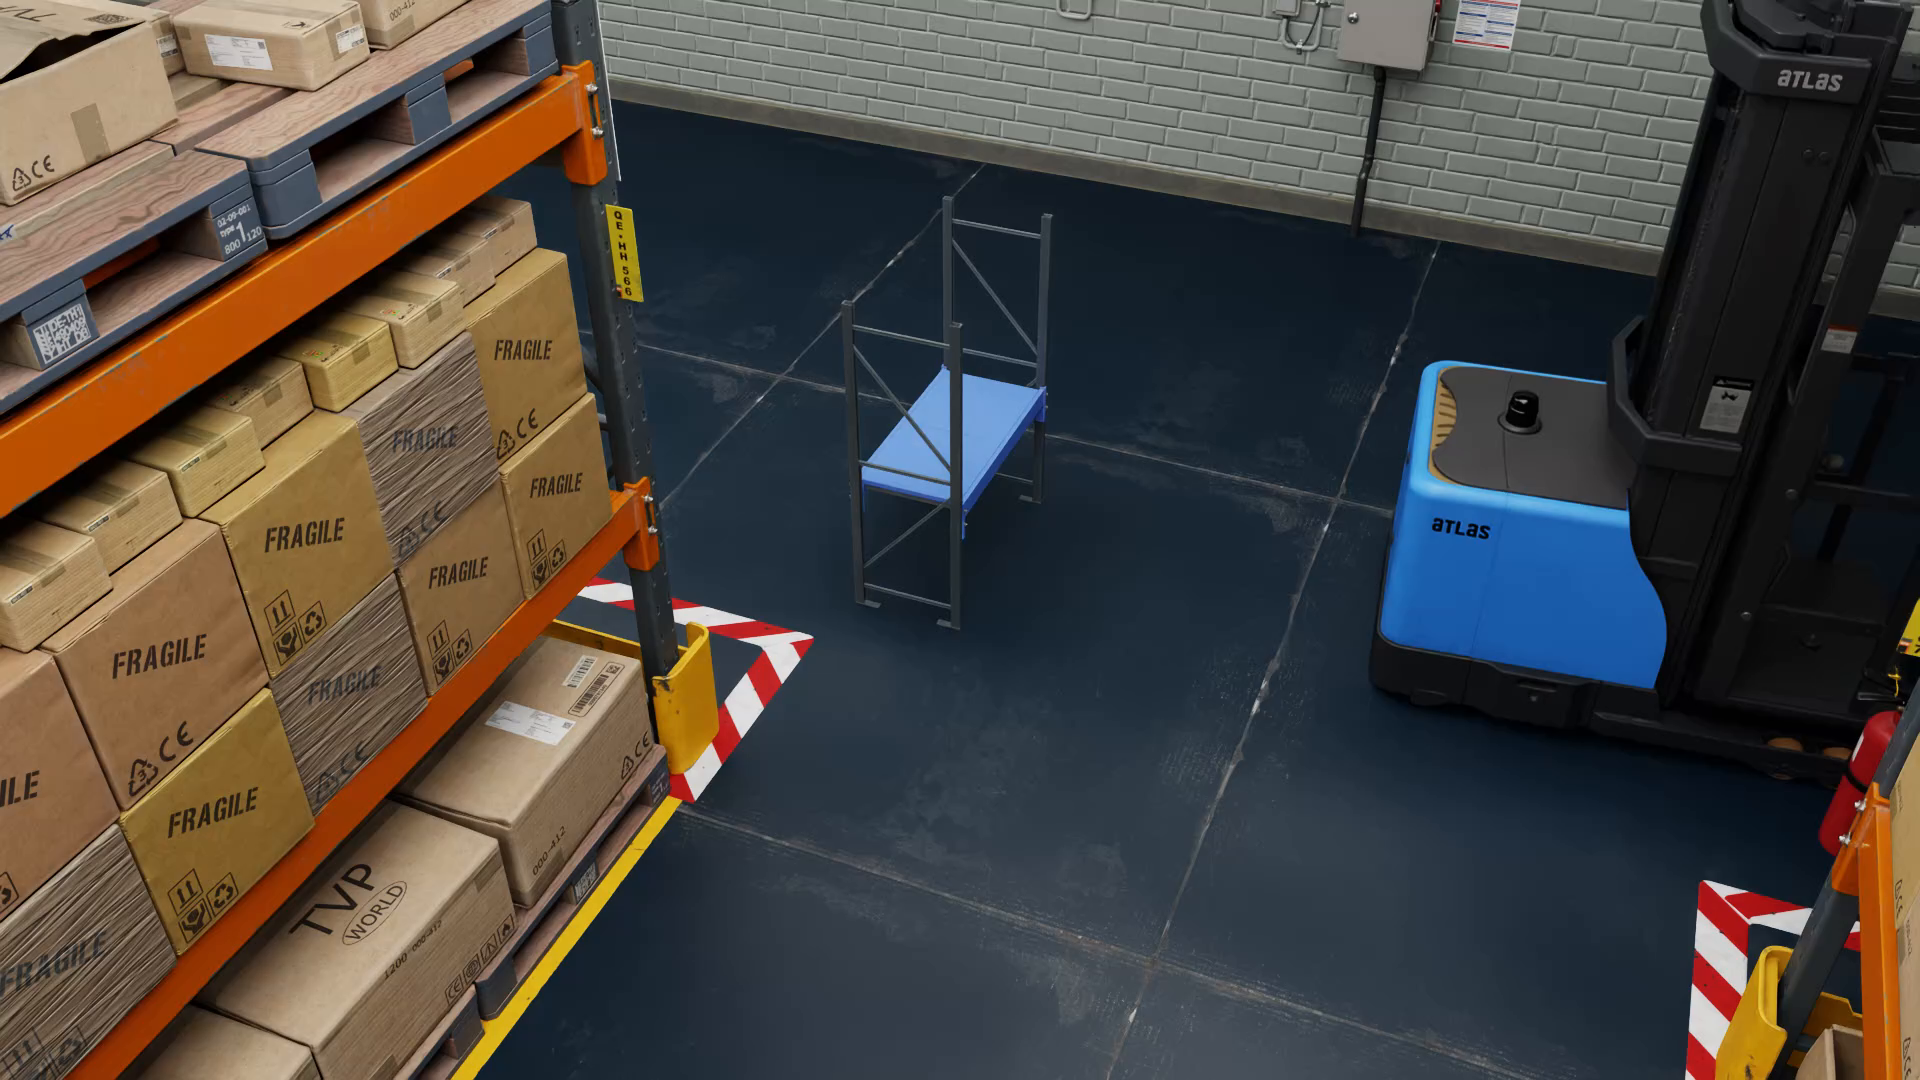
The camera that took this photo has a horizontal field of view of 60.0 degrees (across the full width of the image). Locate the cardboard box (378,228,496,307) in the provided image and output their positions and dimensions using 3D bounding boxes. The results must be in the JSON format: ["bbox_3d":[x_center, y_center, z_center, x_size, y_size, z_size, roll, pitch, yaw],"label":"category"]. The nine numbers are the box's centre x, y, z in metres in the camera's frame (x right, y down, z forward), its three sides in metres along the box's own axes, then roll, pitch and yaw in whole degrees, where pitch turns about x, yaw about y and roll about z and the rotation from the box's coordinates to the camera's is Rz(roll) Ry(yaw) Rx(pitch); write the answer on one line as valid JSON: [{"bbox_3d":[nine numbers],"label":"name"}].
[{"bbox_3d":[-1.593,-0.794,4.846,0.380,0.149,0.250,15,39,19],"label":"cardboard box"}]

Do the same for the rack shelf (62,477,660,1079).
[{"bbox_3d":[-2.328,0.912,4.626,1.077,0.370,4.000,14,39,18],"label":"rack shelf"}]

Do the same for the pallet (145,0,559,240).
[{"bbox_3d":[-1.840,-1.237,4.468,1.003,0.211,1.213,14,39,18],"label":"pallet"}]

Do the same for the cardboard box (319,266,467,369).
[{"bbox_3d":[-1.614,-0.632,4.629,0.380,0.149,0.250,13,39,17],"label":"cardboard box"}]

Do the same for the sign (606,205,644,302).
[{"bbox_3d":[-1.071,-0.911,5.298,0.100,0.325,0.005,14,39,18],"label":"sign"}]

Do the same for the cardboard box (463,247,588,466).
[{"bbox_3d":[-1.531,-0.603,5.133,0.500,0.500,0.500,15,39,19],"label":"cardboard box"}]

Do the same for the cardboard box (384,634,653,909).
[{"bbox_3d":[-1.726,0.763,6.014,0.875,0.438,0.875,13,39,16],"label":"cardboard box"}]

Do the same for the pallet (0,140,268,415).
[{"bbox_3d":[-2.303,-0.559,3.561,1.003,0.211,1.213,14,39,18],"label":"pallet"}]

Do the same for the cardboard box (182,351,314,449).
[{"bbox_3d":[-1.912,-0.373,4.283,0.380,0.149,0.250,13,39,17],"label":"cardboard box"}]

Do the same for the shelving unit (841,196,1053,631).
[{"bbox_3d":[-0.032,-0.554,7.238,0.538,1.500,1.048,14,39,18],"label":"shelving unit"}]

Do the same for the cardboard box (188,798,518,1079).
[{"bbox_3d":[-2.067,1.271,5.333,0.875,0.438,0.875,15,39,19],"label":"cardboard box"}]

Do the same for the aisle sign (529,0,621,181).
[{"bbox_3d":[-1.253,-1.494,5.072,0.394,0.787,0.004,14,39,18],"label":"aisle sign"}]

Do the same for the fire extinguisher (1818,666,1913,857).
[{"bbox_3d":[2.653,0.639,4.766,0.296,0.674,0.183,14,39,18],"label":"fire extinguisher"}]

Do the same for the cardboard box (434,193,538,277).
[{"bbox_3d":[-1.519,-0.940,5.041,0.380,0.149,0.250,14,39,18],"label":"cardboard box"}]

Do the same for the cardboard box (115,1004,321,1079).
[{"bbox_3d":[-2.411,1.770,4.666,0.875,0.438,0.875,13,39,16],"label":"cardboard box"}]

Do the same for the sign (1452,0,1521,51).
[{"bbox_3d":[2.979,-3.016,9.359,0.329,0.494,0.001,14,39,18],"label":"sign"}]

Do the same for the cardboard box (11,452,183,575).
[{"bbox_3d":[-2.071,-0.080,3.891,0.380,0.149,0.250,15,39,19],"label":"cardboard box"}]

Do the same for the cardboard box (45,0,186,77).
[{"bbox_3d":[-2.194,-1.243,4.177,0.380,0.149,0.250,15,39,19],"label":"cardboard box"}]

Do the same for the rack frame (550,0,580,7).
[{"bbox_3d":[-1.567,-2.887,4.096,1.000,3.000,0.127,14,39,18],"label":"rack frame"}]

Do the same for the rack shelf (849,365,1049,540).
[{"bbox_3d":[-0.032,-0.409,7.345,0.538,0.185,1.000,14,39,18],"label":"rack shelf"}]

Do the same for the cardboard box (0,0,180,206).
[{"bbox_3d":[-2.183,-1.040,3.771,0.500,0.311,0.500,15,39,19],"label":"cardboard box"}]

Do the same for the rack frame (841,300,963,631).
[{"bbox_3d":[-0.226,-0.272,6.861,0.500,1.500,0.032,14,39,18],"label":"rack frame"}]

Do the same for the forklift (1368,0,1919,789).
[{"bbox_3d":[3.266,-0.563,6.055,3.031,2.935,1.130,10,38,13],"label":"forklift"}]

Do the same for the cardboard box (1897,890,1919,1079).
[{"bbox_3d":[2.411,1.055,3.710,0.500,0.250,0.500,14,39,18],"label":"cardboard box"}]

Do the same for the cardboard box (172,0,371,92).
[{"bbox_3d":[-1.741,-1.273,4.218,0.380,0.149,0.250,11,38,14],"label":"cardboard box"}]

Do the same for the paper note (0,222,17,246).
[{"bbox_3d":[-1.828,-0.559,3.133,0.006,0.032,0.123,14,39,18],"label":"paper note"}]

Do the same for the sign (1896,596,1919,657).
[{"bbox_3d":[2.522,0.175,4.288,0.100,0.325,0.005,14,39,18],"label":"sign"}]

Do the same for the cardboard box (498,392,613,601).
[{"bbox_3d":[-1.506,-0.196,5.424,0.500,0.500,0.500,14,39,18],"label":"cardboard box"}]

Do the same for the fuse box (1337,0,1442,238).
[{"bbox_3d":[2.444,-2.536,9.713,0.539,1.711,0.414,14,39,18],"label":"fuse box"}]

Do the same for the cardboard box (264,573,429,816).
[{"bbox_3d":[-1.898,0.365,4.673,0.500,0.500,0.500,15,39,19],"label":"cardboard box"}]

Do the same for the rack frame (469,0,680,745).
[{"bbox_3d":[-1.567,-0.484,5.892,1.000,3.000,0.127,14,39,18],"label":"rack frame"}]

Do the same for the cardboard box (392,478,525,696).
[{"bbox_3d":[-1.711,0.078,5.057,0.500,0.500,0.500,13,39,17],"label":"cardboard box"}]

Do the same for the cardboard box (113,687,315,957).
[{"bbox_3d":[-2.082,0.654,4.286,0.500,0.500,0.500,15,39,19],"label":"cardboard box"}]

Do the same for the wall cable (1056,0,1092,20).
[{"bbox_3d":[0.556,-4.030,9.762,0.585,1.953,0.123,14,39,18],"label":"wall cable"}]

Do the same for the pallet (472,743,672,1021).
[{"bbox_3d":[-1.799,1.094,6.110,1.003,0.211,1.213,14,39,18],"label":"pallet"}]

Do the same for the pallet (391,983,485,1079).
[{"bbox_3d":[-2.265,1.767,5.210,1.003,0.211,1.213,14,39,18],"label":"pallet"}]

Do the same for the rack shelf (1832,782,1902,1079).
[{"bbox_3d":[2.263,2.040,3.116,1.077,0.370,4.000,14,39,18],"label":"rack shelf"}]

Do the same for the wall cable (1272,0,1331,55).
[{"bbox_3d":[1.872,-3.701,9.348,0.588,1.984,0.122,14,39,18],"label":"wall cable"}]

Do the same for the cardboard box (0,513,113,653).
[{"bbox_3d":[-2.132,0.076,3.682,0.380,0.149,0.250,14,39,18],"label":"cardboard box"}]

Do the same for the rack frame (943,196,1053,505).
[{"bbox_3d":[0.161,-0.835,7.614,0.500,1.500,0.032,14,39,18],"label":"rack frame"}]

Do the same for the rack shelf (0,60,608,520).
[{"bbox_3d":[-2.328,-0.290,3.728,1.077,0.370,4.000,14,39,18],"label":"rack shelf"}]

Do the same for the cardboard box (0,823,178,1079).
[{"bbox_3d":[-2.278,0.939,3.905,0.500,0.500,0.500,14,39,18],"label":"cardboard box"}]

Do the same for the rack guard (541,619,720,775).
[{"bbox_3d":[-1.558,0.504,6.658,1.175,0.500,0.348,14,39,18],"label":"rack guard"}]

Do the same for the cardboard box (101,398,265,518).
[{"bbox_3d":[-1.954,-0.221,4.079,0.380,0.149,0.250,15,39,19],"label":"cardboard box"}]

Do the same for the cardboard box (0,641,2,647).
[{"bbox_3d":[-2.290,0.196,3.521,0.380,0.149,0.250,14,39,18],"label":"cardboard box"}]

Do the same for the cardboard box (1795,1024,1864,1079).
[{"bbox_3d":[2.704,1.794,4.579,0.797,0.503,0.637,12,39,16],"label":"cardboard box"}]

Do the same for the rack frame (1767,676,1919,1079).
[{"bbox_3d":[3.024,0.645,4.382,1.000,3.000,0.127,14,39,18],"label":"rack frame"}]

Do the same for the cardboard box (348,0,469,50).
[{"bbox_3d":[-1.655,-1.564,4.522,0.500,0.250,0.500,10,38,14],"label":"cardboard box"}]

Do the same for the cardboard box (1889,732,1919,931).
[{"bbox_3d":[2.602,0.776,4.084,0.500,0.250,0.500,14,39,18],"label":"cardboard box"}]

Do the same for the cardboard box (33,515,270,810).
[{"bbox_3d":[-2.087,0.244,3.999,0.500,0.500,0.500,14,39,17],"label":"cardboard box"}]

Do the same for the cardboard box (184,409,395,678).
[{"bbox_3d":[-1.894,-0.034,4.371,0.500,0.500,0.500,14,39,18],"label":"cardboard box"}]

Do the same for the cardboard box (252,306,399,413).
[{"bbox_3d":[-1.747,-0.502,4.455,0.380,0.149,0.250,15,39,19],"label":"cardboard box"}]

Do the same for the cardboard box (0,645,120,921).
[{"bbox_3d":[-2.281,0.523,3.627,0.500,0.500,0.500,15,39,19],"label":"cardboard box"}]

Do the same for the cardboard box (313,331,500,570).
[{"bbox_3d":[-1.702,-0.307,4.737,0.500,0.500,0.500,14,39,18],"label":"cardboard box"}]

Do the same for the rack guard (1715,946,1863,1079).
[{"bbox_3d":[2.995,1.688,5.074,1.175,0.500,0.348,14,39,18],"label":"rack guard"}]
